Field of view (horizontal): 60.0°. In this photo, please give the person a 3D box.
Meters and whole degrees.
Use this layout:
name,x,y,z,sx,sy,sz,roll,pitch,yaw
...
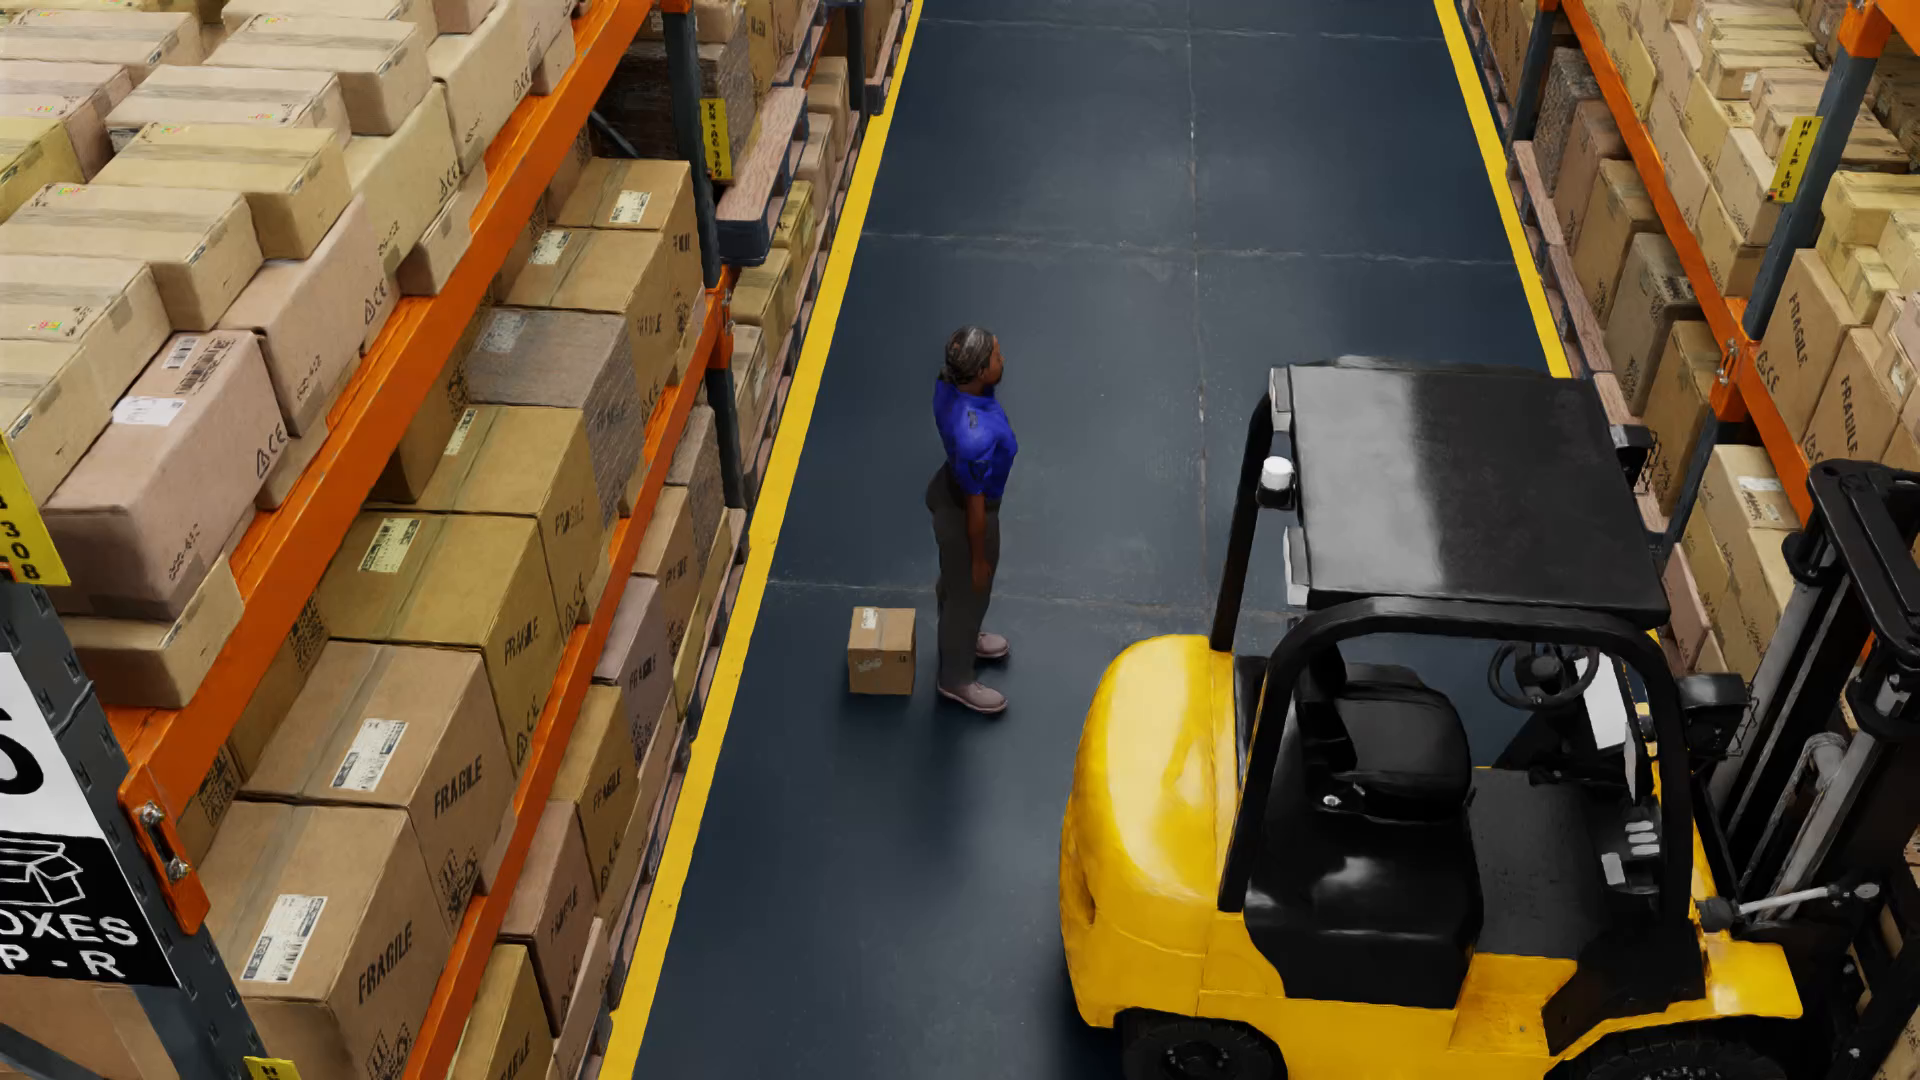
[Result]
name,x,y,z,sx,sy,sz,roll,pitch,yaw
person,0.053,-0.088,6.241,0.345,1.656,0.558,-7,41,-8
